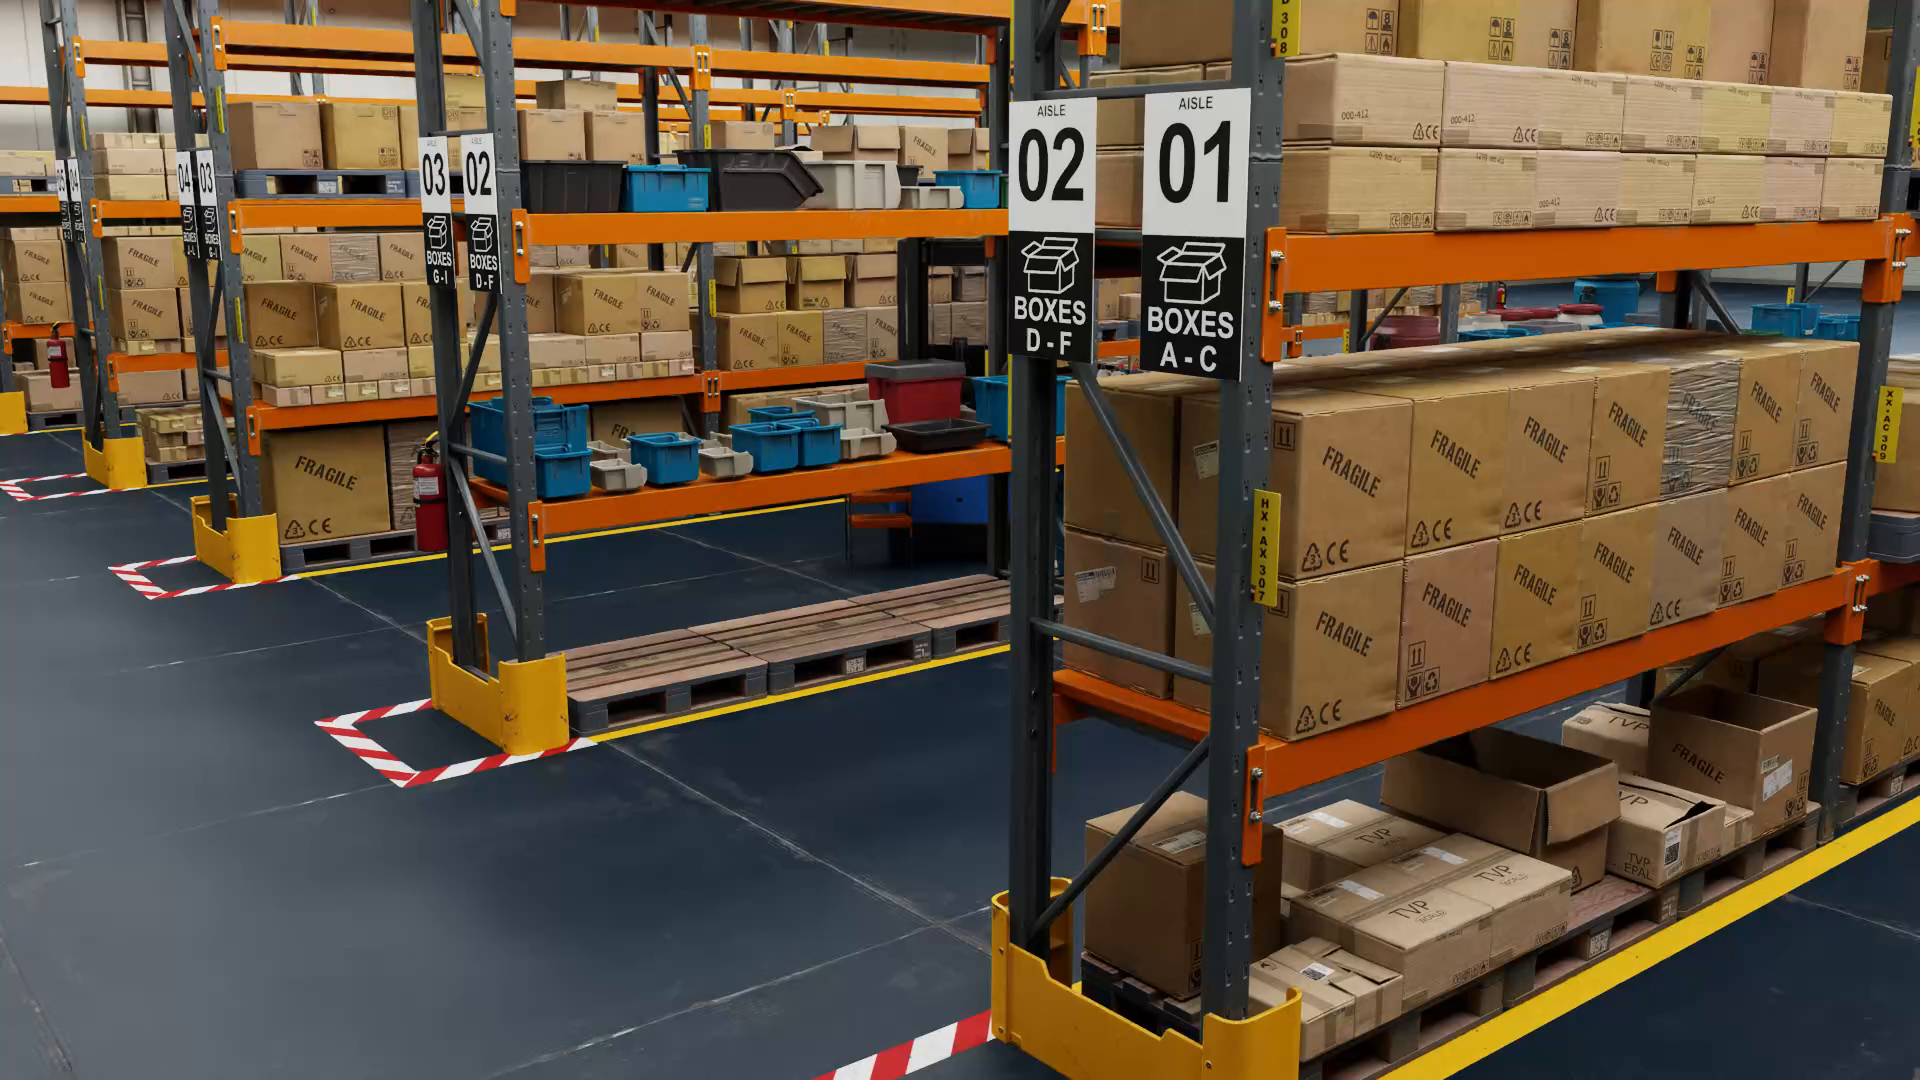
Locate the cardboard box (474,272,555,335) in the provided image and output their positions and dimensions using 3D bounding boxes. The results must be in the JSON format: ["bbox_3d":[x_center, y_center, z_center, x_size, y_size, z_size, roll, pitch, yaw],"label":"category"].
[{"bbox_3d":[-3.865,-2.055,14.425,0.500,0.500,0.500,-10,16,-39],"label":"cardboard box"}]

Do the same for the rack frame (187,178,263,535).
[{"bbox_3d":[-5.661,-1.249,12.788,0.127,3.000,1.000,-9,15,-38],"label":"rack frame"}]

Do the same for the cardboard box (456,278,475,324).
[{"bbox_3d":[-5.759,-2.671,18.530,0.500,0.500,0.500,-9,15,-38],"label":"cardboard box"}]

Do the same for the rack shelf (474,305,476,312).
[{"bbox_3d":[-7.167,-3.283,24.099,4.000,0.370,1.077,-9,15,-38],"label":"rack shelf"}]

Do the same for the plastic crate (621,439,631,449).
[{"bbox_3d":[-1.808,-0.516,9.828,0.243,0.136,0.396,-9,15,-38],"label":"plastic crate"}]

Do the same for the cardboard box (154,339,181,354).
[{"bbox_3d":[-8.050,-1.972,16.799,0.250,0.149,0.380,-9,15,-36],"label":"cardboard box"}]

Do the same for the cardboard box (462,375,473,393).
[{"bbox_3d":[-4.176,-1.286,13.566,0.250,0.149,0.380,-10,15,-38],"label":"cardboard box"}]

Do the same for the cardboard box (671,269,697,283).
[{"bbox_3d":[-3.331,-3.208,20.177,0.250,0.149,0.380,-9,15,-38],"label":"cardboard box"}]

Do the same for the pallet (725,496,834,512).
[{"bbox_3d":[-1.983,-0.516,16.051,1.213,0.211,1.003,-9,15,-38],"label":"pallet"}]

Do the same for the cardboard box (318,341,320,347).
[{"bbox_3d":[-5.052,-1.492,13.581,0.500,0.250,0.500,-10,15,-39],"label":"cardboard box"}]

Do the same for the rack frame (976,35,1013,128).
[{"bbox_3d":[0.641,-7.867,29.512,0.127,3.000,1.000,-9,15,-38],"label":"rack frame"}]

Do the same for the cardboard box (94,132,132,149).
[{"bbox_3d":[-8.286,-3.905,16.273,0.250,0.149,0.380,-10,15,-38],"label":"cardboard box"}]

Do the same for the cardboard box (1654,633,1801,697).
[{"bbox_3d":[3.854,0.737,8.398,0.500,0.500,0.500,-10,15,-38],"label":"cardboard box"}]

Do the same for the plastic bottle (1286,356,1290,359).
[{"bbox_3d":[2.645,-1.353,13.558,0.133,0.283,0.061,-9,15,-38],"label":"plastic bottle"}]

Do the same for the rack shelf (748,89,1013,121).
[{"bbox_3d":[-0.873,-5.751,22.242,4.000,0.370,1.077,-9,15,-38],"label":"rack shelf"}]

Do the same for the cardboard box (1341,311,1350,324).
[{"bbox_3d":[4.635,-2.763,20.525,0.250,0.149,0.380,-9,15,-38],"label":"cardboard box"}]

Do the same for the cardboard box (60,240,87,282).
[{"bbox_3d":[-10.900,-3.478,20.640,0.500,0.500,0.500,-10,16,-39],"label":"cardboard box"}]

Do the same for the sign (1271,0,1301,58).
[{"bbox_3d":[0.863,-1.448,4.402,0.005,0.325,0.100,-9,15,-38],"label":"sign"}]

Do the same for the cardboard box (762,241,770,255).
[{"bbox_3d":[-3.086,-4.651,26.844,0.500,0.500,0.500,-9,15,-37],"label":"cardboard box"}]

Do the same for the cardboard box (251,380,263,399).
[{"bbox_3d":[-5.589,-1.225,13.283,0.250,0.149,0.380,-9,15,-37],"label":"cardboard box"}]

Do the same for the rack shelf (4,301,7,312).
[{"bbox_3d":[-13.394,-3.568,25.443,4.000,0.370,1.077,-9,15,-38],"label":"rack shelf"}]

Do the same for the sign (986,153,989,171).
[{"bbox_3d":[0.214,-2.526,11.558,0.005,0.325,0.100,-9,15,-38],"label":"sign"}]

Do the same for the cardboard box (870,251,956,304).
[{"bbox_3d":[-0.506,-2.650,16.731,0.637,0.503,0.797,-9,15,-36],"label":"cardboard box"}]

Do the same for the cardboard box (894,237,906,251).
[{"bbox_3d":[-0.885,-3.898,22.617,0.500,0.500,0.700,-10,15,-38],"label":"cardboard box"}]

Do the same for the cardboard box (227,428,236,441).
[{"bbox_3d":[-7.727,-1.122,17.325,0.250,0.149,0.380,-9,15,-37],"label":"cardboard box"}]

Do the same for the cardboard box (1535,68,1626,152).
[{"bbox_3d":[1.869,-1.434,5.597,0.500,0.250,0.500,-9,15,-38],"label":"cardboard box"}]

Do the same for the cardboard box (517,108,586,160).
[{"bbox_3d":[-3.534,-3.358,14.007,0.500,0.500,0.700,-8,15,-35],"label":"cardboard box"}]

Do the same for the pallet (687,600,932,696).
[{"bbox_3d":[-0.947,0.661,10.510,1.213,0.211,1.003,-9,15,-38],"label":"pallet"}]

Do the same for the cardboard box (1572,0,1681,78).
[{"bbox_3d":[2.131,-1.899,5.982,0.500,0.500,0.700,-9,15,-38],"label":"cardboard box"}]

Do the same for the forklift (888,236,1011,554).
[{"bbox_3d":[0.027,-1.577,14.498,1.130,2.935,3.031,1,12,3],"label":"forklift"}]

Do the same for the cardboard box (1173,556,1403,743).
[{"bbox_3d":[1.035,0.295,5.278,0.500,0.500,0.500,-9,15,-36],"label":"cardboard box"}]

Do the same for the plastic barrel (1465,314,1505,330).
[{"bbox_3d":[4.678,-1.761,14.931,0.421,0.512,0.421,0,12,0],"label":"plastic barrel"}]

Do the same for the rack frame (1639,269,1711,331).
[{"bbox_3d":[6.803,-2.002,16.338,0.127,3.000,1.000,-9,15,-38],"label":"rack frame"}]

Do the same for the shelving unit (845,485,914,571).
[{"bbox_3d":[-0.637,-0.379,13.027,0.503,1.200,0.258,-3,12,-12],"label":"shelving unit"}]

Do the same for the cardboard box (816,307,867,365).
[{"bbox_3d":[-1.240,-1.966,15.925,0.500,0.500,0.500,-10,15,-39],"label":"cardboard box"}]

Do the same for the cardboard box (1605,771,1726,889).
[{"bbox_3d":[2.794,1.157,6.874,0.500,0.311,0.500,-9,15,-38],"label":"cardboard box"}]

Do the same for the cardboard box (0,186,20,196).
[{"bbox_3d":[-13.904,-5.093,24.276,0.250,0.149,0.380,-9,15,-36],"label":"cardboard box"}]

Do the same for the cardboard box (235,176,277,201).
[{"bbox_3d":[-7.363,-3.614,17.064,0.500,0.250,0.500,-10,16,-39],"label":"cardboard box"}]

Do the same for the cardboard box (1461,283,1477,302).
[{"bbox_3d":[6.386,-3.452,22.209,0.500,0.500,0.875,-9,15,-38],"label":"cardboard box"}]

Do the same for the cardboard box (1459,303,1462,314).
[{"bbox_3d":[6.380,-3.058,21.915,0.250,0.149,0.380,-9,15,-38],"label":"cardboard box"}]

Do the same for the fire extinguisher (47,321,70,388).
[{"bbox_3d":[-9.166,-1.888,16.883,0.183,0.674,0.296,-9,15,-38],"label":"fire extinguisher"}]

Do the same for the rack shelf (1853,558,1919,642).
[{"bbox_3d":[5.209,-0.068,8.960,4.000,0.370,1.077,-9,15,-38],"label":"rack shelf"}]

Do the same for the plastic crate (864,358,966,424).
[{"bbox_3d":[-0.298,-0.950,11.082,0.583,0.464,0.402,-9,15,-38],"label":"plastic crate"}]

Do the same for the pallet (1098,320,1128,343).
[{"bbox_3d":[1.075,-2.303,18.213,1.003,0.211,1.213,-9,15,-38],"label":"pallet"}]

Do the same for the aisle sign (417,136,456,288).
[{"bbox_3d":[-2.807,-1.755,8.914,0.004,0.787,0.394,-9,15,-38],"label":"aisle sign"}]

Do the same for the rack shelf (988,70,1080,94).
[{"bbox_3d":[2.147,-4.933,18.392,4.000,0.370,1.077,-9,15,-38],"label":"rack shelf"}]

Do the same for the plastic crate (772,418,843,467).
[{"bbox_3d":[-0.906,-0.581,9.903,0.300,0.233,0.416,-9,15,-38],"label":"plastic crate"}]

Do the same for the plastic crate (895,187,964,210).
[{"bbox_3d":[-0.199,-2.076,10.097,0.466,0.136,0.293,-9,15,-38],"label":"plastic crate"}]

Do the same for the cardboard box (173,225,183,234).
[{"bbox_3d":[-9.991,-3.949,21.294,0.250,0.149,0.380,-9,15,-38],"label":"cardboard box"}]

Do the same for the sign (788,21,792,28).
[{"bbox_3d":[-2.088,-6.448,20.390,0.005,0.325,0.100,-9,15,-38],"label":"sign"}]

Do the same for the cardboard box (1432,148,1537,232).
[{"bbox_3d":[1.483,-1.124,5.338,0.500,0.250,0.500,-9,15,-38],"label":"cardboard box"}]

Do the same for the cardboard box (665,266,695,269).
[{"bbox_3d":[-3.526,-3.349,20.839,0.250,0.149,0.380,-10,16,-40],"label":"cardboard box"}]

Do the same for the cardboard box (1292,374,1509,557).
[{"bbox_3d":[1.439,-0.263,5.500,0.500,0.500,0.500,-9,15,-37],"label":"cardboard box"}]

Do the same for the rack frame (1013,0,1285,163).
[{"bbox_3d":[0.524,-2.576,4.596,0.127,3.000,1.000,-9,15,-38],"label":"rack frame"}]

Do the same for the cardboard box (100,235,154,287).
[{"bbox_3d":[-8.479,-2.850,16.963,0.500,0.500,0.500,-10,15,-39],"label":"cardboard box"}]

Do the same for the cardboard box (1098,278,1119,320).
[{"bbox_3d":[1.356,-2.706,18.401,0.500,0.500,0.700,-7,14,-29],"label":"cardboard box"}]

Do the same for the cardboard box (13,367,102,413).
[{"bbox_3d":[-11.399,-1.910,21.060,0.875,0.438,0.875,-10,16,-40],"label":"cardboard box"}]

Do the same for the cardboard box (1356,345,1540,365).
[{"bbox_3d":[1.897,-0.482,6.530,0.500,0.500,0.500,-9,15,-36],"label":"cardboard box"}]
